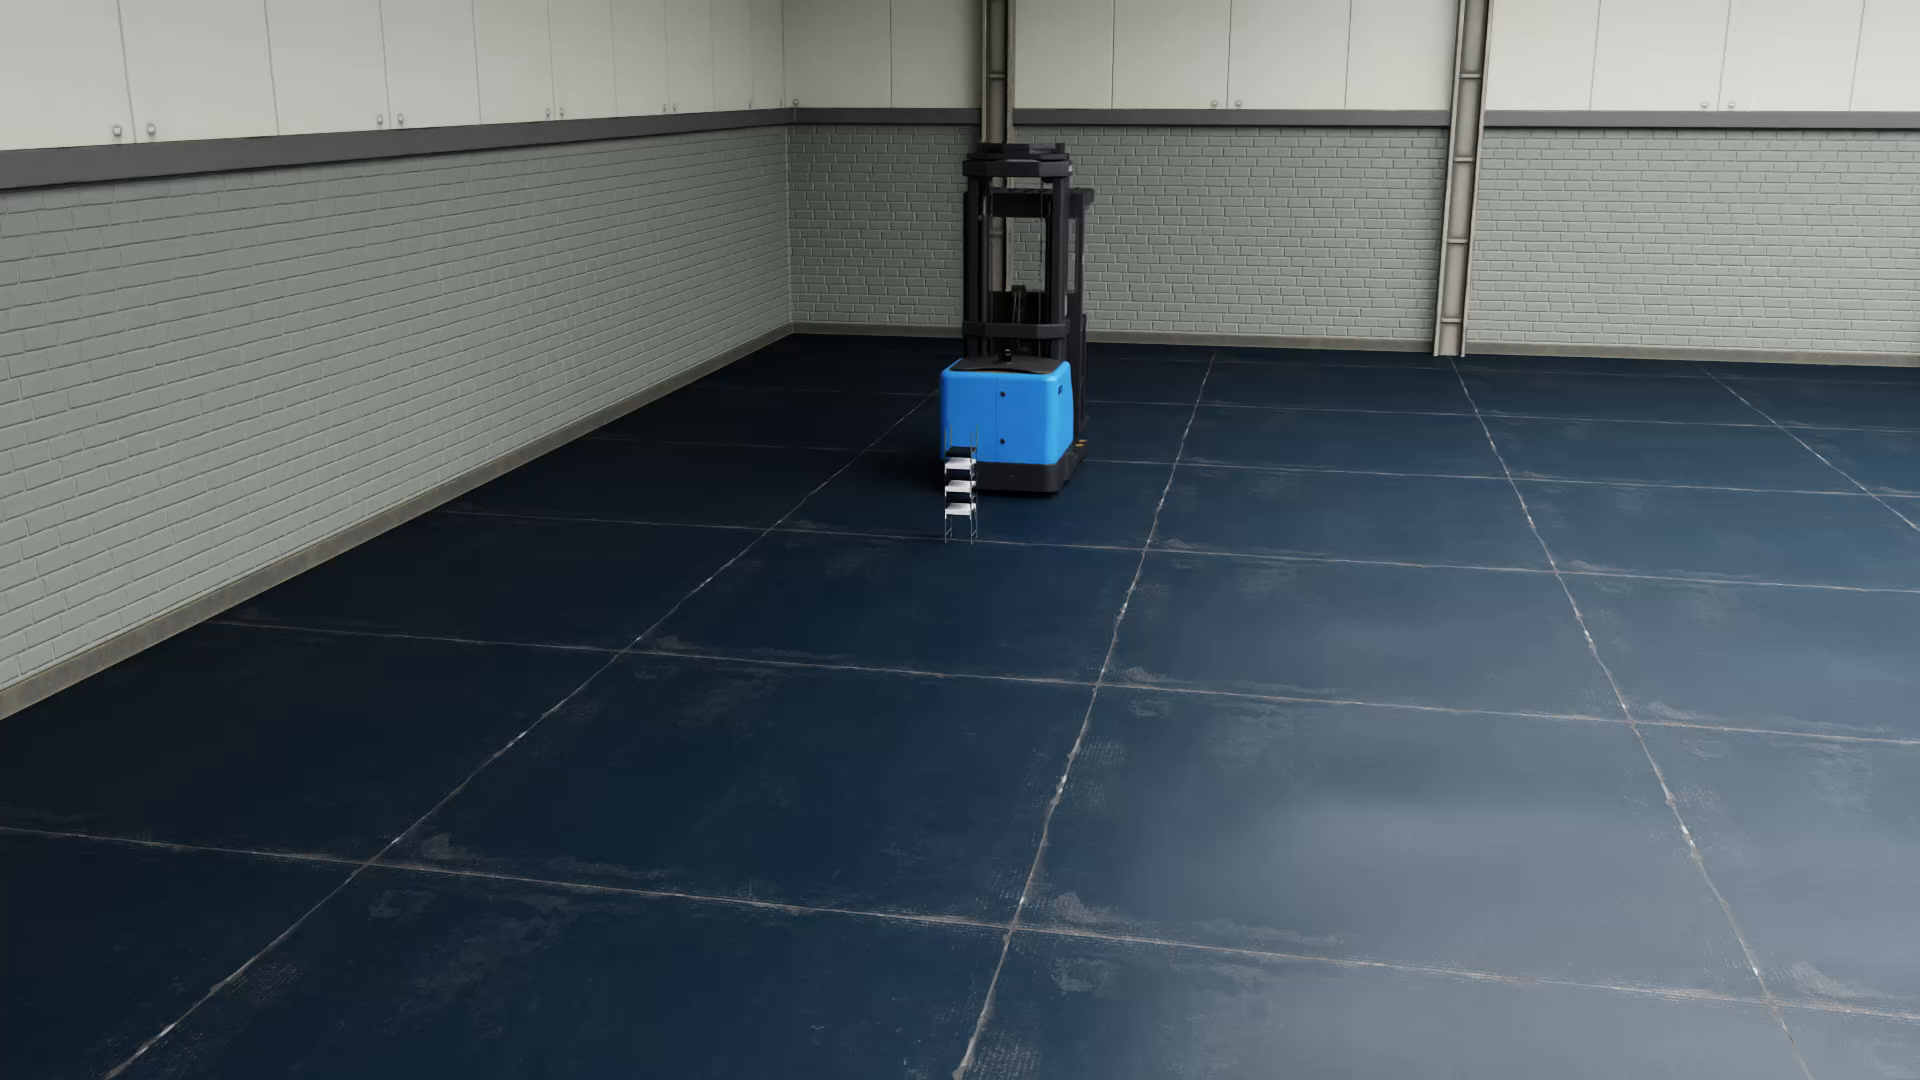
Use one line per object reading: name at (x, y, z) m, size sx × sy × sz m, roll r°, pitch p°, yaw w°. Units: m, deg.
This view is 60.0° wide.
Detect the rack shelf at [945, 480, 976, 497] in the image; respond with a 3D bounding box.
rack shelf at (0.008, -0.401, 12.879) m, size 0.200 × 0.077 × 0.258 m, roll 3°, pitch 16°, yaw 11°

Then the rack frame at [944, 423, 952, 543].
rack frame at (-0.092, -0.439, 12.890) m, size 0.006 × 0.900 × 0.240 m, roll 3°, pitch 16°, yaw 11°

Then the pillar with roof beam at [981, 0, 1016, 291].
pillar with roof beam at (-0.350, -5.958, 17.644) m, size 0.400 × 9.000 × 9.100 m, roll 3°, pitch 16°, yaw 11°

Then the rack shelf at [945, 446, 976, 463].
rack shelf at (0.008, -0.661, 12.807) m, size 0.200 × 0.077 × 0.258 m, roll 3°, pitch 16°, yaw 11°

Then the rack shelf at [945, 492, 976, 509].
rack shelf at (0.008, -0.314, 12.903) m, size 0.200 × 0.077 × 0.258 m, roll 3°, pitch 16°, yaw 11°

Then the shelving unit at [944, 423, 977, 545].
shelving unit at (0.008, -0.433, 12.870) m, size 0.210 × 0.900 × 0.258 m, roll 3°, pitch 16°, yaw 11°

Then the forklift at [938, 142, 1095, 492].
forklift at (0.622, -2.168, 15.328) m, size 1.130 × 2.935 × 3.031 m, roll 3°, pitch 16°, yaw 12°

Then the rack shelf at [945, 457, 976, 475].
rack shelf at (0.008, -0.575, 12.831) m, size 0.200 × 0.077 × 0.258 m, roll 3°, pitch 16°, yaw 11°

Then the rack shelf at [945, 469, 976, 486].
rack shelf at (0.008, -0.488, 12.855) m, size 0.200 × 0.077 × 0.258 m, roll 3°, pitch 16°, yaw 11°

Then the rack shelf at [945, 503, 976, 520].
rack shelf at (0.008, -0.228, 12.927) m, size 0.200 × 0.077 × 0.258 m, roll 3°, pitch 16°, yaw 11°

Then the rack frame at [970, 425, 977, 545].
rack frame at (0.108, -0.428, 12.851) m, size 0.006 × 0.900 × 0.240 m, roll 3°, pitch 16°, yaw 11°

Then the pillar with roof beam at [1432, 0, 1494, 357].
pillar with roof beam at (5.530, -5.639, 16.492) m, size 0.400 × 9.000 × 9.100 m, roll 3°, pitch 16°, yaw 11°
